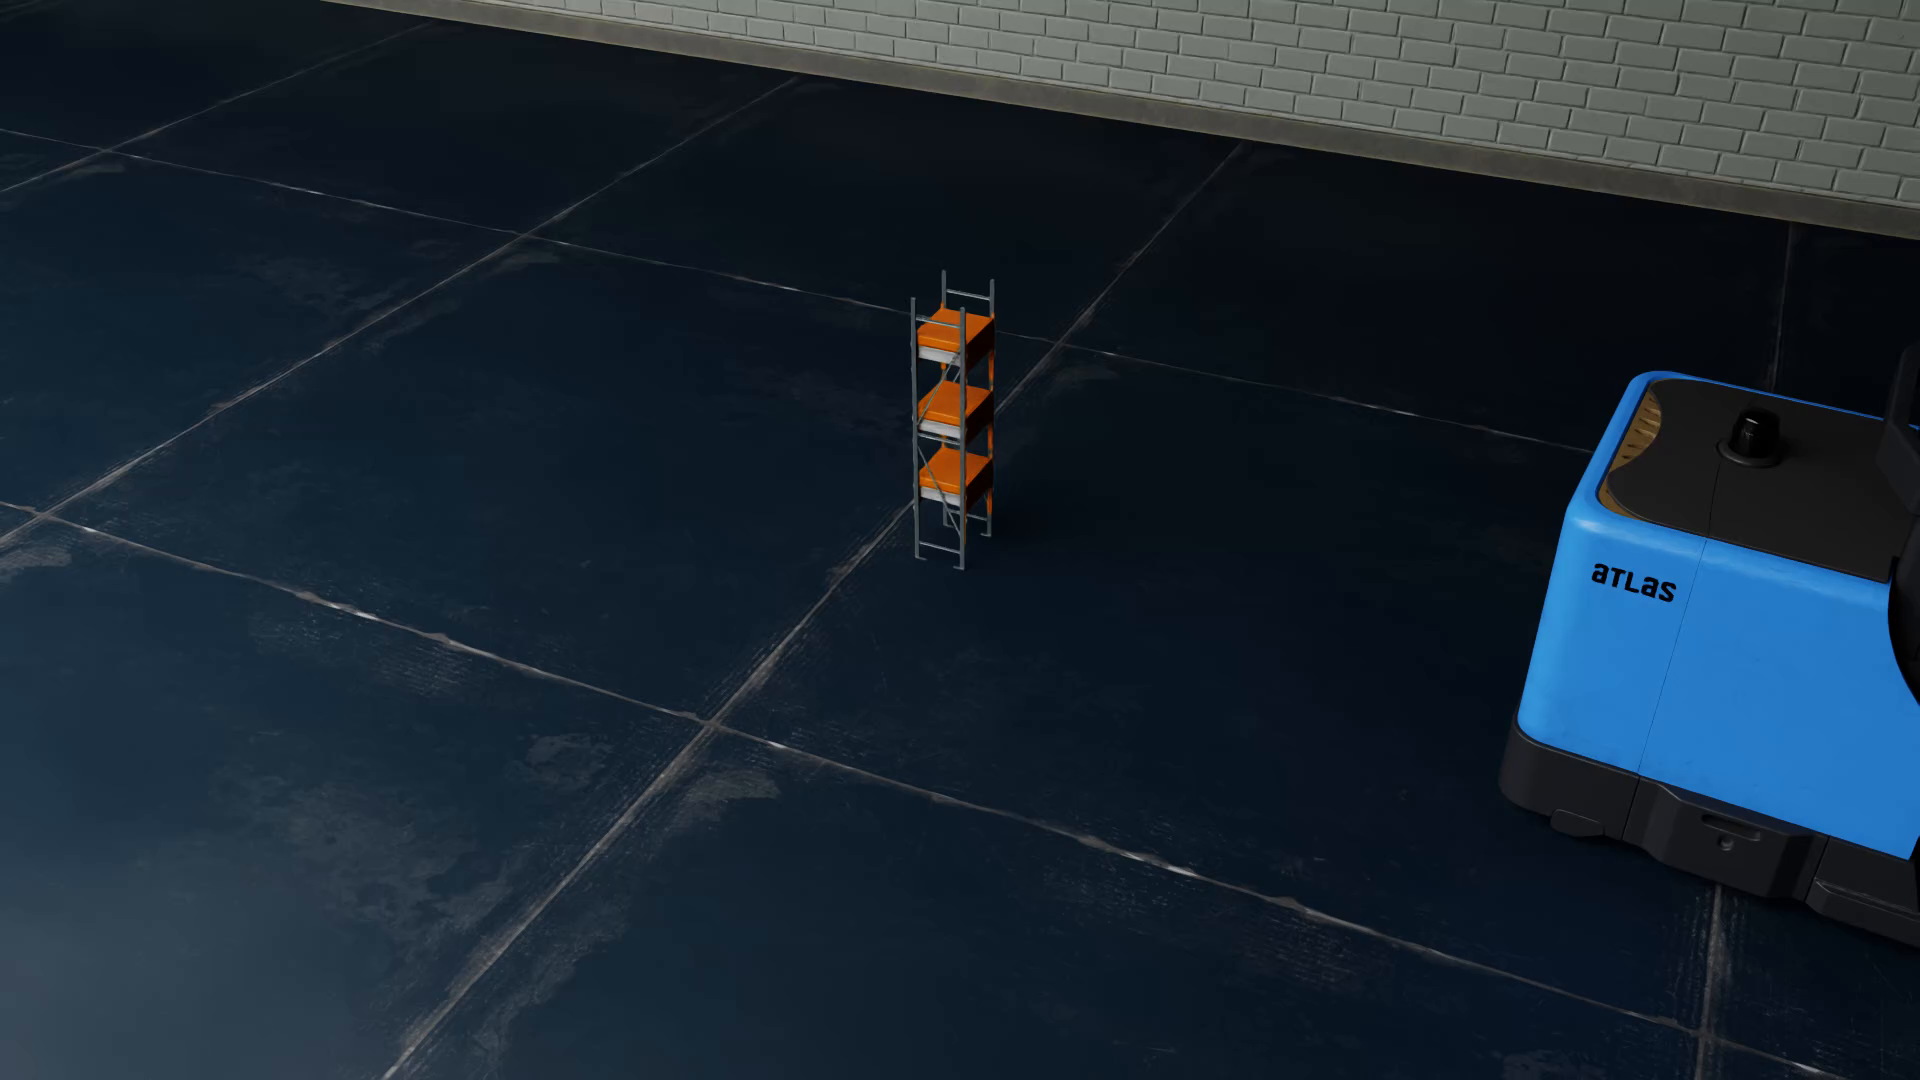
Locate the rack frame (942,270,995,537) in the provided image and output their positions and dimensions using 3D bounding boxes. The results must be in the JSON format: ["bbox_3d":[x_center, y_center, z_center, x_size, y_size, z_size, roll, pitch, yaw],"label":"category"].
[{"bbox_3d":[0.029,-0.473,6.014,0.200,1.050,0.008,14,36,20],"label":"rack frame"}]

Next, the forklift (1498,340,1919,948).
[{"bbox_3d":[3.153,-0.239,3.941,3.031,2.935,1.130,17,37,24],"label":"forklift"}]

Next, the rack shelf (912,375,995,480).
[{"bbox_3d":[-0.022,-0.404,5.927,0.215,0.259,0.240,14,36,20],"label":"rack shelf"}]

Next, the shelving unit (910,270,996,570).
[{"bbox_3d":[-0.022,-0.412,5.921,0.215,1.050,0.252,14,36,20],"label":"shelving unit"}]

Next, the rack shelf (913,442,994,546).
[{"bbox_3d":[-0.022,-0.171,6.080,0.215,0.259,0.240,14,36,20],"label":"rack shelf"}]

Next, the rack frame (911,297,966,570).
[{"bbox_3d":[-0.073,-0.352,5.829,0.200,1.050,0.008,14,36,20],"label":"rack frame"}]

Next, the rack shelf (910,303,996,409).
[{"bbox_3d":[-0.022,-0.641,5.772,0.215,0.259,0.240,14,36,20],"label":"rack shelf"}]
